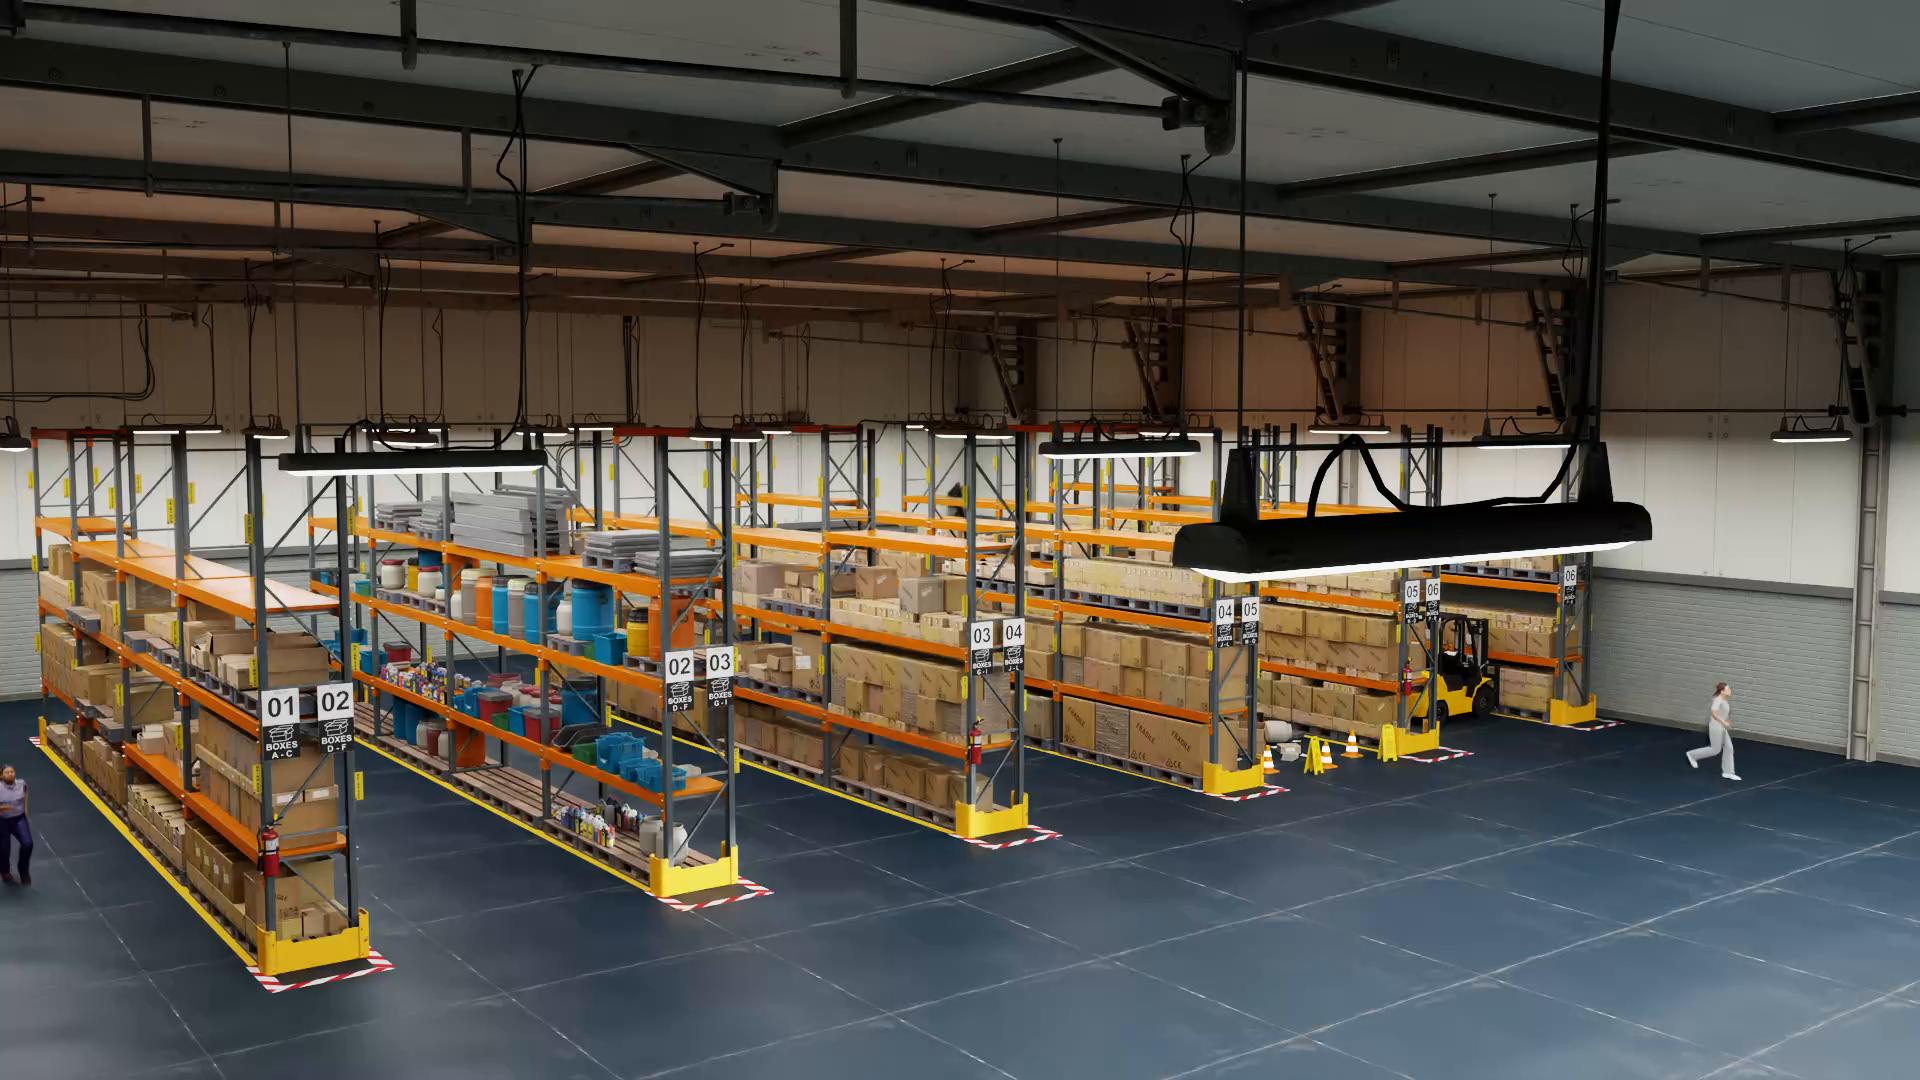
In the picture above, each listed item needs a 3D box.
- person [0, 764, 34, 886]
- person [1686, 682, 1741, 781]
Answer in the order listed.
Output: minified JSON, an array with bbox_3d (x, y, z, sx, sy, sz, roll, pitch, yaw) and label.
[{"bbox_3d":[-12.636,3.797,22.095,0.588,1.648,0.741,-4,6,-43],"label":"person"},{"bbox_3d":[13.026,3.270,28.665,0.901,1.651,0.588,3,5,35],"label":"person"}]
